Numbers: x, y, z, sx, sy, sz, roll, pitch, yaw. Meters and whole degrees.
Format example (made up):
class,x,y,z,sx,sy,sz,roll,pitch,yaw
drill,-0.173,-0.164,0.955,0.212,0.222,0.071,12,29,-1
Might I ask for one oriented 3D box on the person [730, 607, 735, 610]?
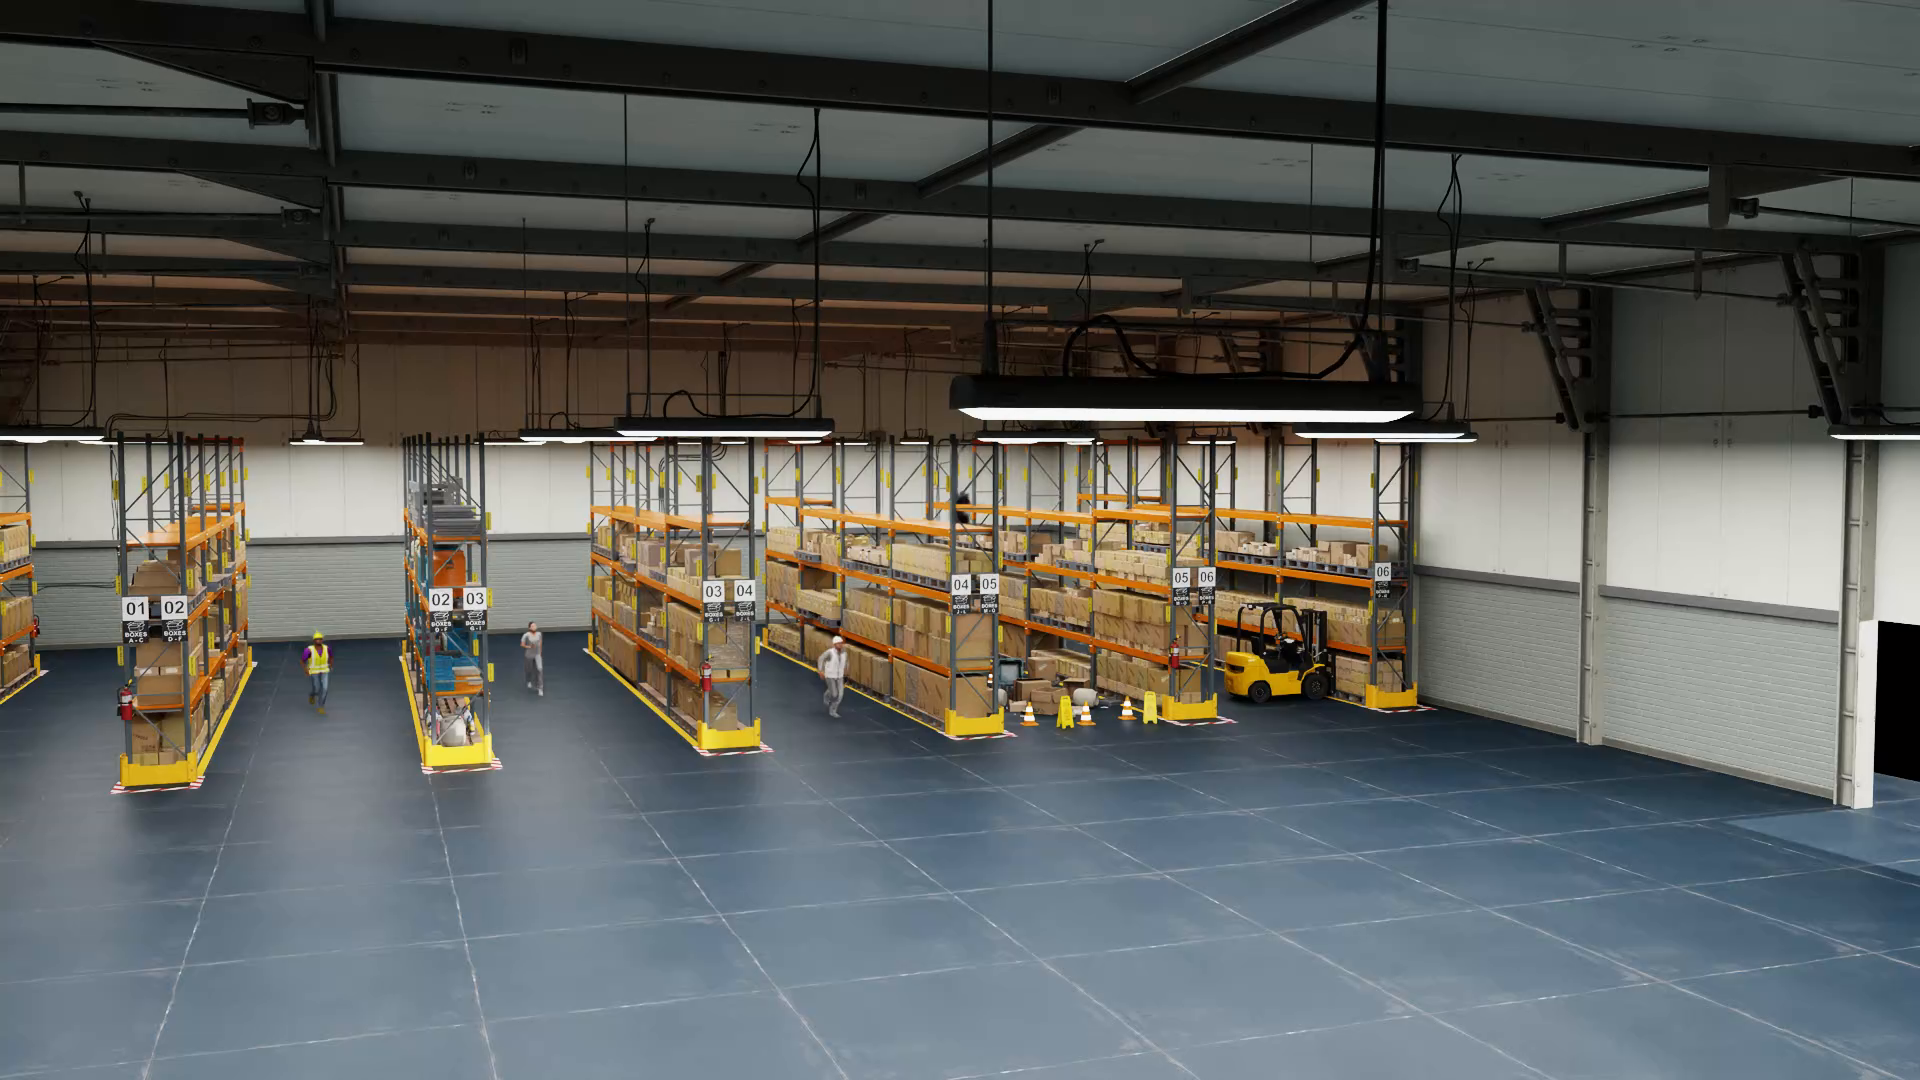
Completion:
class,x,y,z,sx,sy,sz,roll,pitch,yaw
person,-6.576,2.171,48.533,0.657,1.740,0.597,-1,3,-18

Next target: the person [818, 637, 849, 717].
class,x,y,z,sx,sy,sz,roll,pitch,yaw
person,-2.675,2.914,35.447,0.693,1.730,0.681,-2,4,-33

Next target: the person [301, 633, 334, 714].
class,x,y,z,sx,sy,sz,roll,pitch,yaw
person,-13.911,2.877,36.058,0.710,1.736,0.654,-2,4,-37

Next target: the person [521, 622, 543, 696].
class,x,y,z,sx,sy,sz,roll,pitch,yaw
person,-10.000,2.749,38.824,0.534,1.709,1.009,-2,4,-26
